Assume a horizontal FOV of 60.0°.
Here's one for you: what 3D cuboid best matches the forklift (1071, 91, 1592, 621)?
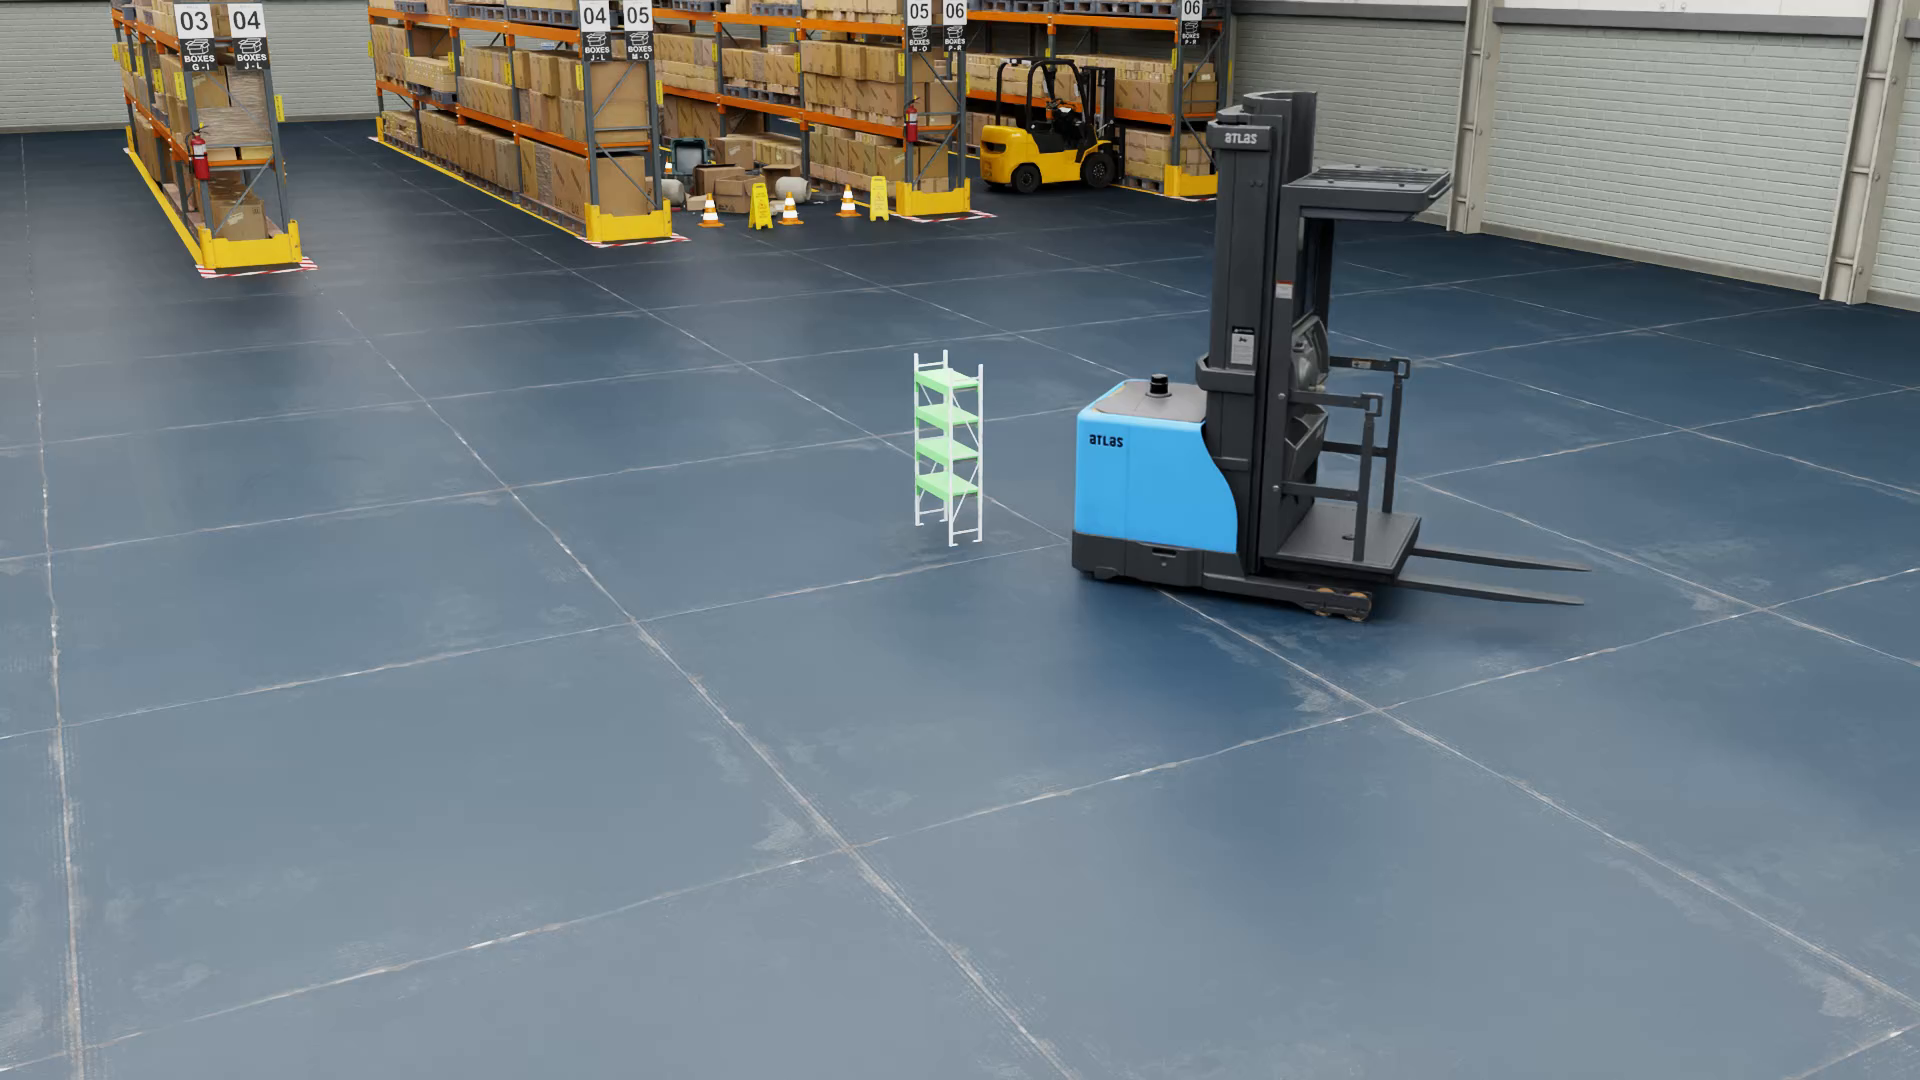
[{"bbox_3d":[2.266,-1.106,9.844,3.031,2.935,1.130,8,21,22],"label":"forklift"}]

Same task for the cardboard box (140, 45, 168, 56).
[{"bbox_3d":[-14.172,-8.557,29.640,0.797,0.503,0.637,-10,21,-26],"label":"cardboard box"}]

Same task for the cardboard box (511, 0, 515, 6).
[{"bbox_3d":[-6.588,-8.173,25.207,0.380,0.149,0.250,-10,21,-26],"label":"cardboard box"}]

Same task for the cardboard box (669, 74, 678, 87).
[{"bbox_3d":[-5.624,-9.415,34.048,0.500,0.250,0.500,-10,21,-27],"label":"cardboard box"}]

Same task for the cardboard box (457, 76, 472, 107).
[{"bbox_3d":[-8.510,-7.884,29.227,0.500,0.500,0.500,-10,21,-26],"label":"cardboard box"}]

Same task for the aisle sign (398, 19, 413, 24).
[{"bbox_3d":[-12.055,-11.600,36.165,0.394,0.787,0.004,-10,21,-27],"label":"aisle sign"}]

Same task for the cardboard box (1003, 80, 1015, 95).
[{"bbox_3d":[1.167,-8.749,32.117,0.500,0.250,0.500,-10,21,-26],"label":"cardboard box"}]

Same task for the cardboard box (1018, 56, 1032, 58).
[{"bbox_3d":[1.268,-9.427,32.705,0.380,0.149,0.250,-9,21,-25],"label":"cardboard box"}]

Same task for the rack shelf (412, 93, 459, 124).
[{"bbox_3d":[-9.435,-8.241,31.519,1.077,0.370,4.000,-10,21,-27],"label":"rack shelf"}]

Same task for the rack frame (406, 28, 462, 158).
[{"bbox_3d":[-10.385,-9.156,33.066,1.000,3.000,0.127,-10,21,-27],"label":"rack frame"}]

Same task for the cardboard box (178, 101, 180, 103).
[{"bbox_3d":[-9.879,-5.597,22.143,0.875,0.500,0.500,-10,21,-27],"label":"cardboard box"}]

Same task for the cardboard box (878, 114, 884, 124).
[{"bbox_3d":[-1.065,-6.594,26.029,0.380,0.149,0.250,-10,22,-28],"label":"cardboard box"}]

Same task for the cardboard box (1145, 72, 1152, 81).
[{"bbox_3d":[3.360,-7.839,28.103,0.380,0.149,0.250,-10,21,-26],"label":"cardboard box"}]

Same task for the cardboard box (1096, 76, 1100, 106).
[{"bbox_3d":[2.573,-8.012,29.598,0.500,0.500,0.500,-10,22,-27],"label":"cardboard box"}]

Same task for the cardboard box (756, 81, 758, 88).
[{"bbox_3d":[-3.529,-8.374,30.543,0.380,0.149,0.250,-9,21,-25],"label":"cardboard box"}]

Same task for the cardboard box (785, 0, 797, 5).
[{"bbox_3d":[-2.683,-9.346,28.604,0.500,0.250,0.500,-10,22,-28],"label":"cardboard box"}]

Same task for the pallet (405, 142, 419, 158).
[{"bbox_3d":[-10.735,-8.025,34.063,1.003,0.211,1.213,-10,21,-27],"label":"pallet"}]

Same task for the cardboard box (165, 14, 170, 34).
[{"bbox_3d":[-10.028,-6.709,21.607,0.500,0.250,0.500,-9,21,-25],"label":"cardboard box"}]

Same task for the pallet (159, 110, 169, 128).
[{"bbox_3d":[-11.923,-6.615,25.998,1.003,0.211,1.213,-10,21,-27],"label":"pallet"}]

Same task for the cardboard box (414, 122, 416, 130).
[{"bbox_3d":[-10.783,-8.349,33.544,0.380,0.149,0.250,-9,21,-25],"label":"cardboard box"}]

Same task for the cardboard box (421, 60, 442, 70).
[{"bbox_3d":[-9.857,-8.884,31.109,0.380,0.149,0.250,-9,21,-25],"label":"cardboard box"}]

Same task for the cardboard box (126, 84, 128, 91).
[{"bbox_3d":[-16.207,-8.924,32.780,0.380,0.149,0.250,-10,22,-27],"label":"cardboard box"}]

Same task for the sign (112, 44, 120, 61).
[{"bbox_3d":[-17.189,-9.927,33.853,0.100,0.325,0.005,-10,21,-27],"label":"sign"}]

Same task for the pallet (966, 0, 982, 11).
[{"bbox_3d":[0.590,-10.721,33.292,1.213,0.211,1.003,-9,21,-24],"label":"pallet"}]

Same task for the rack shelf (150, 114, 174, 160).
[{"bbox_3d":[-11.949,-6.354,26.049,1.077,0.370,4.000,-10,21,-27],"label":"rack shelf"}]

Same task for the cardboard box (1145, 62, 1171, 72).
[{"bbox_3d":[3.340,-7.978,28.049,0.380,0.149,0.250,-9,21,-25],"label":"cardboard box"}]

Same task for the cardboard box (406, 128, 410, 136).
[{"bbox_3d":[-11.097,-8.338,33.968,0.380,0.149,0.250,-11,22,-29],"label":"cardboard box"}]

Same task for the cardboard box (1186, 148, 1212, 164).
[{"bbox_3d":[3.948,-6.579,28.403,0.500,0.250,0.500,-10,21,-26],"label":"cardboard box"}]

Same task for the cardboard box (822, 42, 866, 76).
[{"bbox_3d":[-1.822,-7.857,27.160,0.700,0.500,0.500,-11,22,-28],"label":"cardboard box"}]

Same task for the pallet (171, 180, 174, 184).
[{"bbox_3d":[-13.207,-6.188,28.740,1.003,0.211,1.213,-10,21,-27],"label":"pallet"}]

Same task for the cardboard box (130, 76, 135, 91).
[{"bbox_3d":[-15.239,-8.572,31.149,0.500,0.250,0.500,-10,22,-28],"label":"cardboard box"}]

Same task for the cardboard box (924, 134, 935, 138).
[{"bbox_3d":[-0.429,-8.823,35.291,0.500,0.500,0.500,-10,22,-27],"label":"cardboard box"}]

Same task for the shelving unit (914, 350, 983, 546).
[{"bbox_3d":[-0.079,-0.615,11.073,0.258,1.200,0.503,-10,21,-27],"label":"shelving unit"}]

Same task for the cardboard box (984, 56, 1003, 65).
[{"bbox_3d":[0.703,-9.421,32.687,0.380,0.149,0.250,-9,21,-26],"label":"cardboard box"}]

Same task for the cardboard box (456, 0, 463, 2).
[{"bbox_3d":[-8.336,-9.387,28.478,0.500,0.311,0.500,-10,21,-27],"label":"cardboard box"}]

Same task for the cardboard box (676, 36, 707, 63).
[{"bbox_3d":[-5.368,-9.867,33.441,0.500,0.500,0.500,-10,22,-28],"label":"cardboard box"}]

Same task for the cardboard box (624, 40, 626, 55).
[{"bbox_3d":[-7.028,-10.855,36.306,0.500,0.500,0.500,-10,21,-26],"label":"cardboard box"}]

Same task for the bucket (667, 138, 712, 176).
[{"bbox_3d":[-4.493,-6.348,27.618,0.726,0.611,0.620,-3,9,-8],"label":"bucket"}]

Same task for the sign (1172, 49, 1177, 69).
[{"bbox_3d":[3.504,-7.856,27.160,0.100,0.325,0.005,-10,21,-27],"label":"sign"}]

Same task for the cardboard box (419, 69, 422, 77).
[{"bbox_3d":[-9.975,-8.816,31.366,0.380,0.149,0.250,-10,22,-28],"label":"cardboard box"}]

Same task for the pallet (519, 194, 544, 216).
[{"bbox_3d":[-6.294,-5.310,26.197,1.003,0.211,1.213,-10,21,-27],"label":"pallet"}]

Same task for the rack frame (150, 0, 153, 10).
[{"bbox_3d":[-10.999,-8.956,23.289,1.000,3.000,0.127,-10,21,-27],"label":"rack frame"}]

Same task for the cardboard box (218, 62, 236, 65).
[{"bbox_3d":[-9.352,-5.977,21.711,0.500,0.500,0.500,-10,21,-27],"label":"cardboard box"}]

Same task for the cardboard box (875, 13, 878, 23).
[{"bbox_3d":[-1.099,-8.096,25.781,0.380,0.149,0.250,-10,21,-26],"label":"cardboard box"}]

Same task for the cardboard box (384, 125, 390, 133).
[{"bbox_3d":[-12.318,-8.955,36.210,0.380,0.149,0.250,-10,21,-26],"label":"cardboard box"}]

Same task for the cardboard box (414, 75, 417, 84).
[{"bbox_3d":[-10.233,-8.828,31.857,0.380,0.149,0.250,-10,21,-26],"label":"cardboard box"}]

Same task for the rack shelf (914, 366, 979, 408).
[{"bbox_3d":[-0.079,-1.008,10.938,0.258,0.148,0.480,-10,21,-27],"label":"rack shelf"}]

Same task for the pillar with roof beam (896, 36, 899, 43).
[{"bbox_3d":[-5.036,-13.230,35.676,9.100,9.000,0.400,-10,21,-27],"label":"pillar with roof beam"}]

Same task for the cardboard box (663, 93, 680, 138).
[{"bbox_3d":[-5.712,-8.980,35.170,0.875,0.875,0.875,-9,21,-25],"label":"cardboard box"}]

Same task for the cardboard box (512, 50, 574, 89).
[{"bbox_3d":[-6.441,-7.329,25.887,0.875,0.550,0.550,-10,21,-27],"label":"cardboard box"}]

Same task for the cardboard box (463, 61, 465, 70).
[{"bbox_3d":[-9.033,-8.832,30.958,0.380,0.149,0.250,-9,21,-24],"label":"cardboard box"}]

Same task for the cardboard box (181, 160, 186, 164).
[{"bbox_3d":[-12.013,-5.786,26.459,0.700,0.500,0.500,-8,21,-22],"label":"cardboard box"}]

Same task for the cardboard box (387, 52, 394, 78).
[{"bbox_3d":[-11.569,-9.882,34.563,0.500,0.500,0.500,-11,22,-28],"label":"cardboard box"}]
